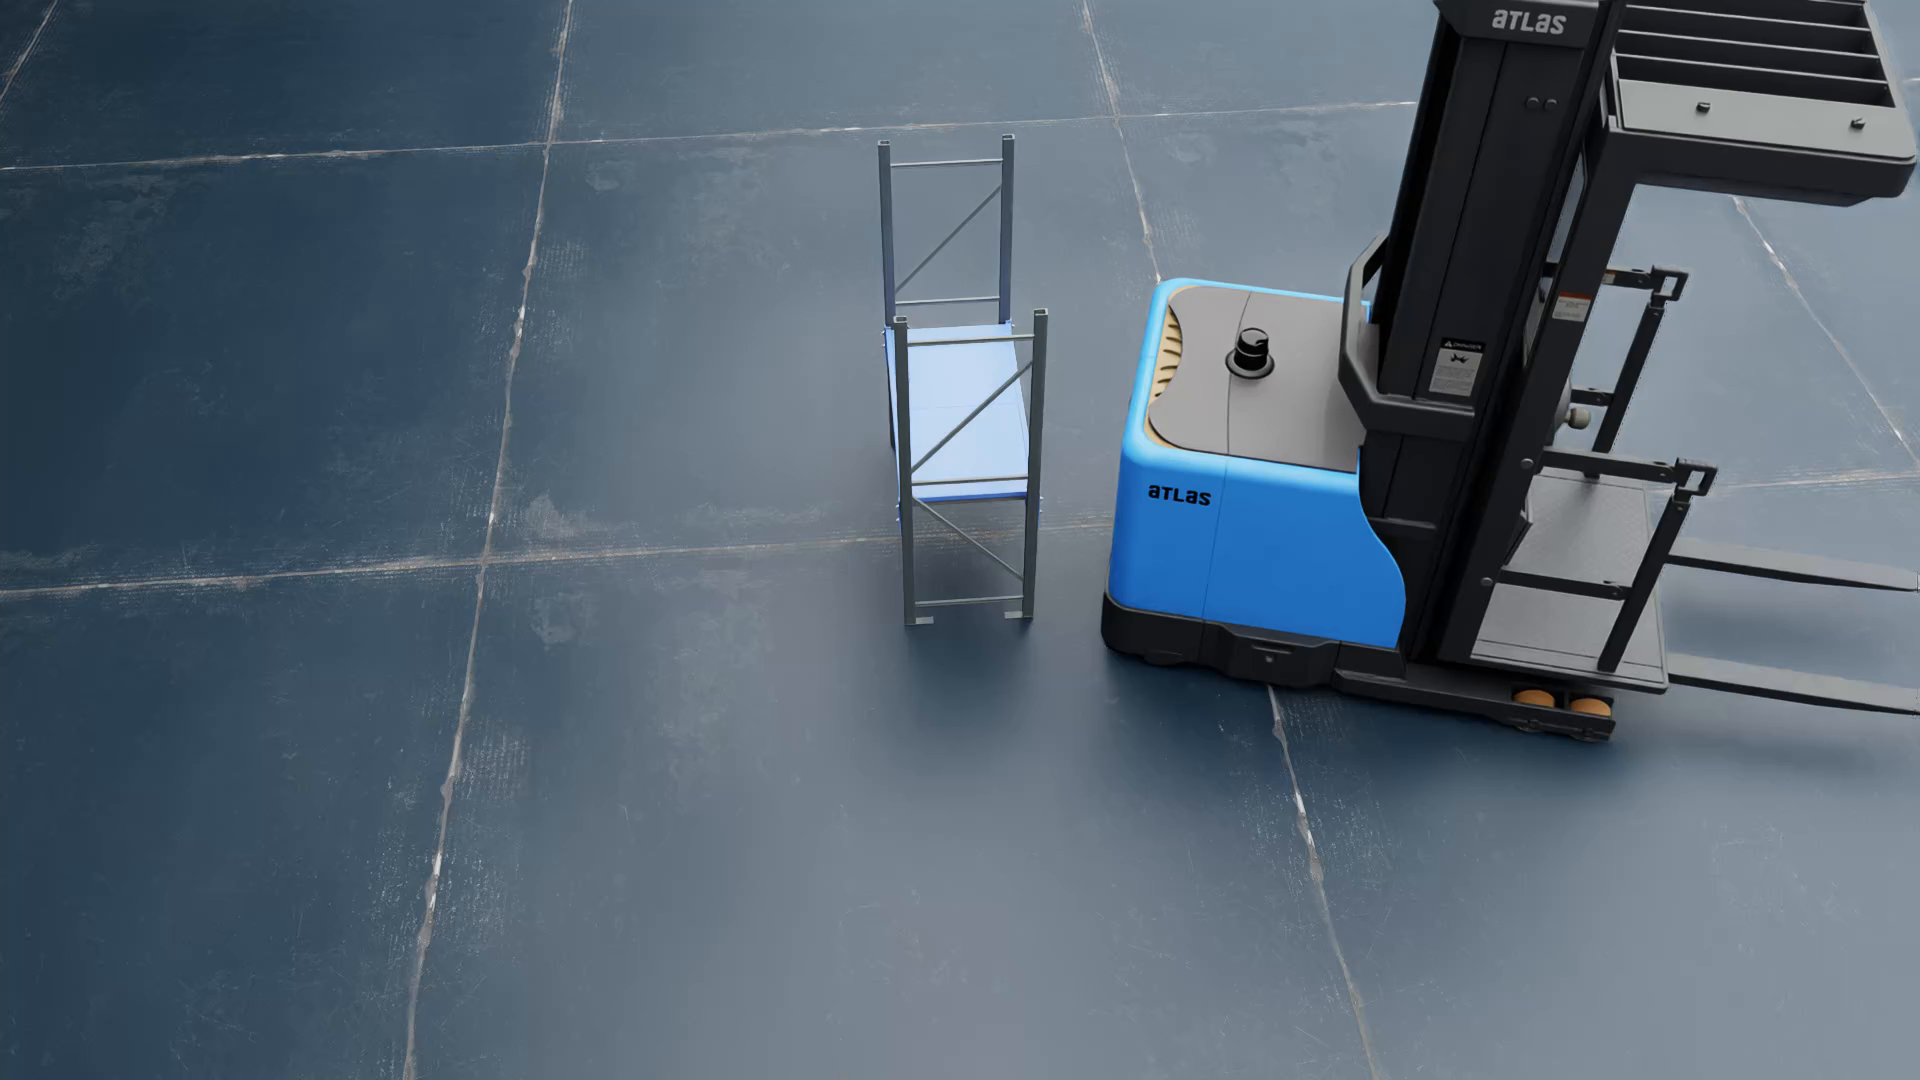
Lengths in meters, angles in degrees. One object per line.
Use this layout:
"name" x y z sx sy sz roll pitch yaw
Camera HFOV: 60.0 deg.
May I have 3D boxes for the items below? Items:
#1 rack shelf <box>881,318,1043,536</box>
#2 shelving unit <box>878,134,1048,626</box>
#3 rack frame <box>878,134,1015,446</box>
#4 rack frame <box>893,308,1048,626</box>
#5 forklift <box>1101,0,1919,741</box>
"rack shelf" -0.007 -0.454 6.395 0.538 0.185 1.000 -3 47 -3
"shelving unit" -0.007 -0.577 6.264 0.538 1.500 1.048 -3 47 -3
"rack frame" -0.050 -0.945 6.612 0.500 1.500 0.032 -3 47 -3
"rack frame" 0.035 -0.210 5.916 0.500 1.500 0.032 -3 47 -3
"forklift" 2.105 -0.701 5.395 3.031 2.935 1.130 9 47 8
